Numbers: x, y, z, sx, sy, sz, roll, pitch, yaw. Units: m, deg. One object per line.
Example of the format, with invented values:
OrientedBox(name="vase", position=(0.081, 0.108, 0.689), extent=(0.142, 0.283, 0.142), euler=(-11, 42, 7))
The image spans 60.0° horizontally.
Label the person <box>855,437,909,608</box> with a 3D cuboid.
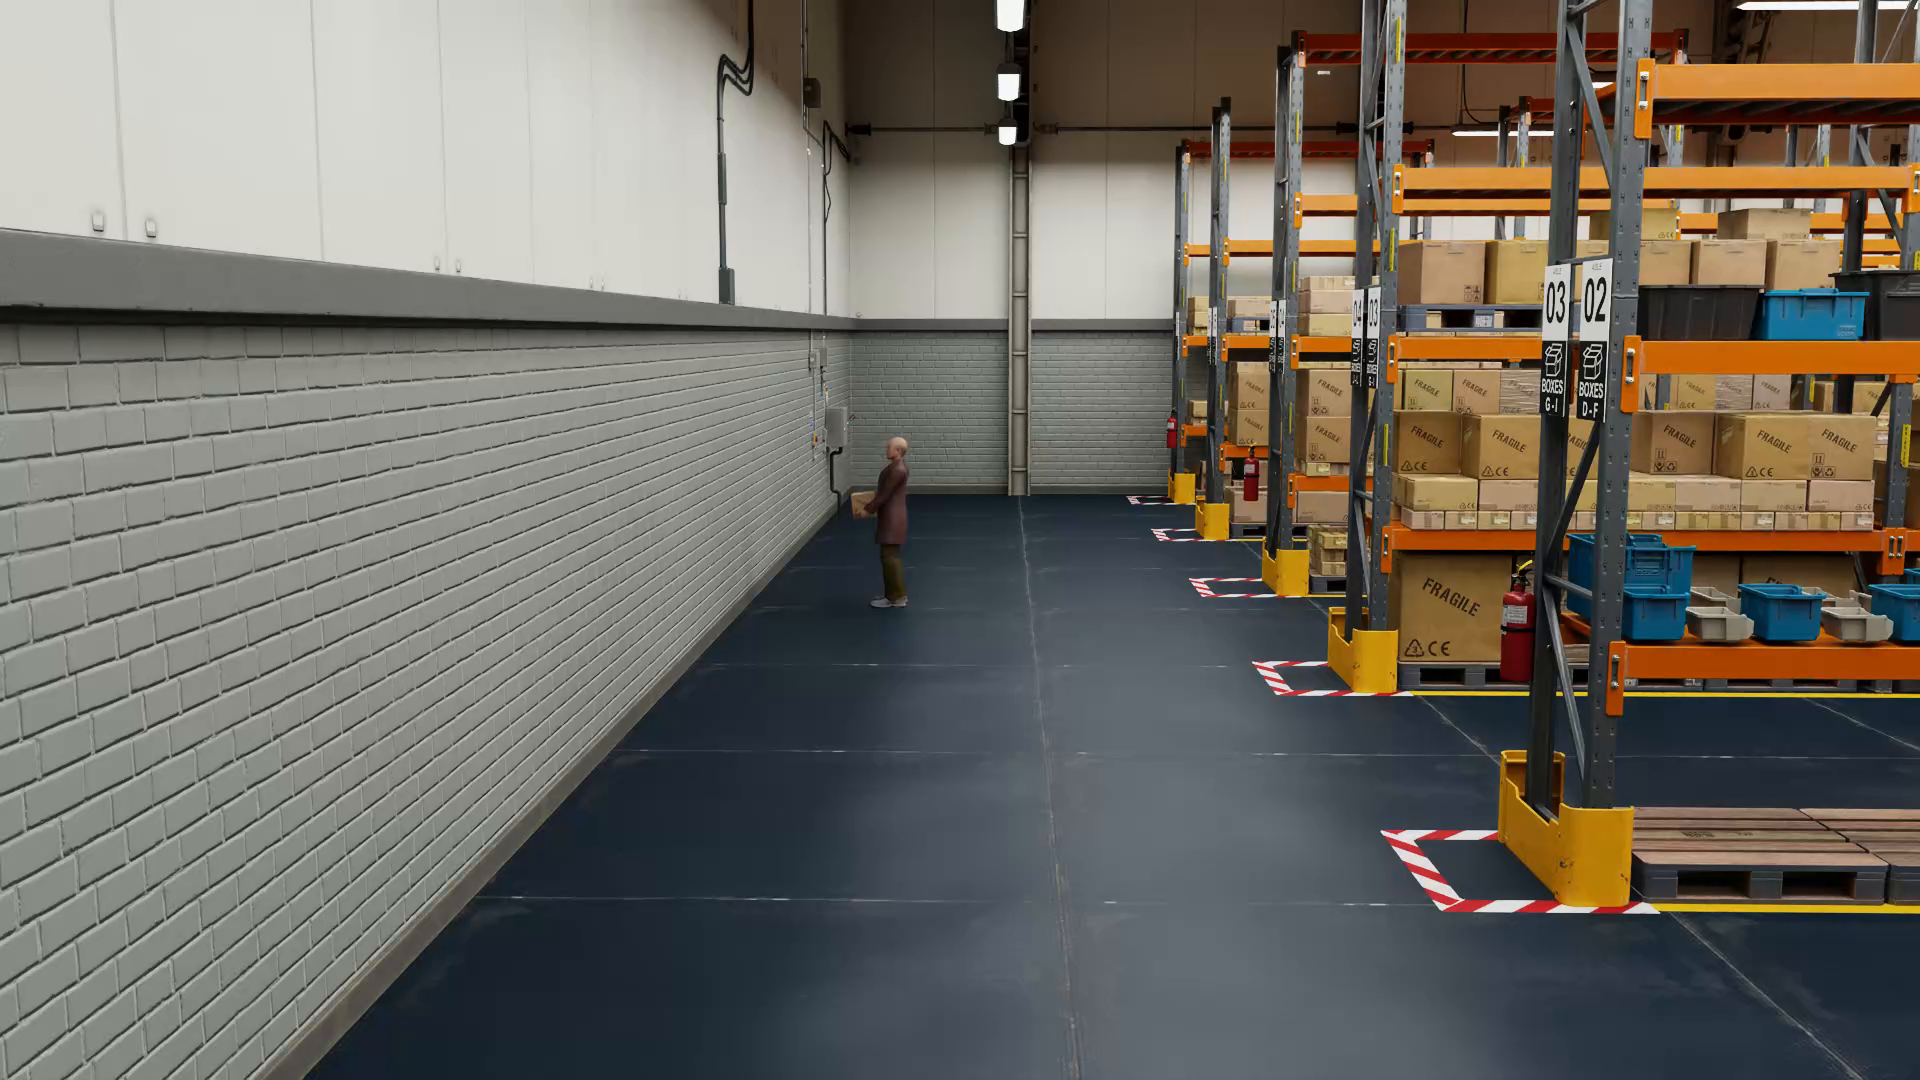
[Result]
OrientedBox(name="person", position=(-0.813, -0.191, 17.389), extent=(0.558, 1.773, 0.529), euler=(0, 7, 2))
